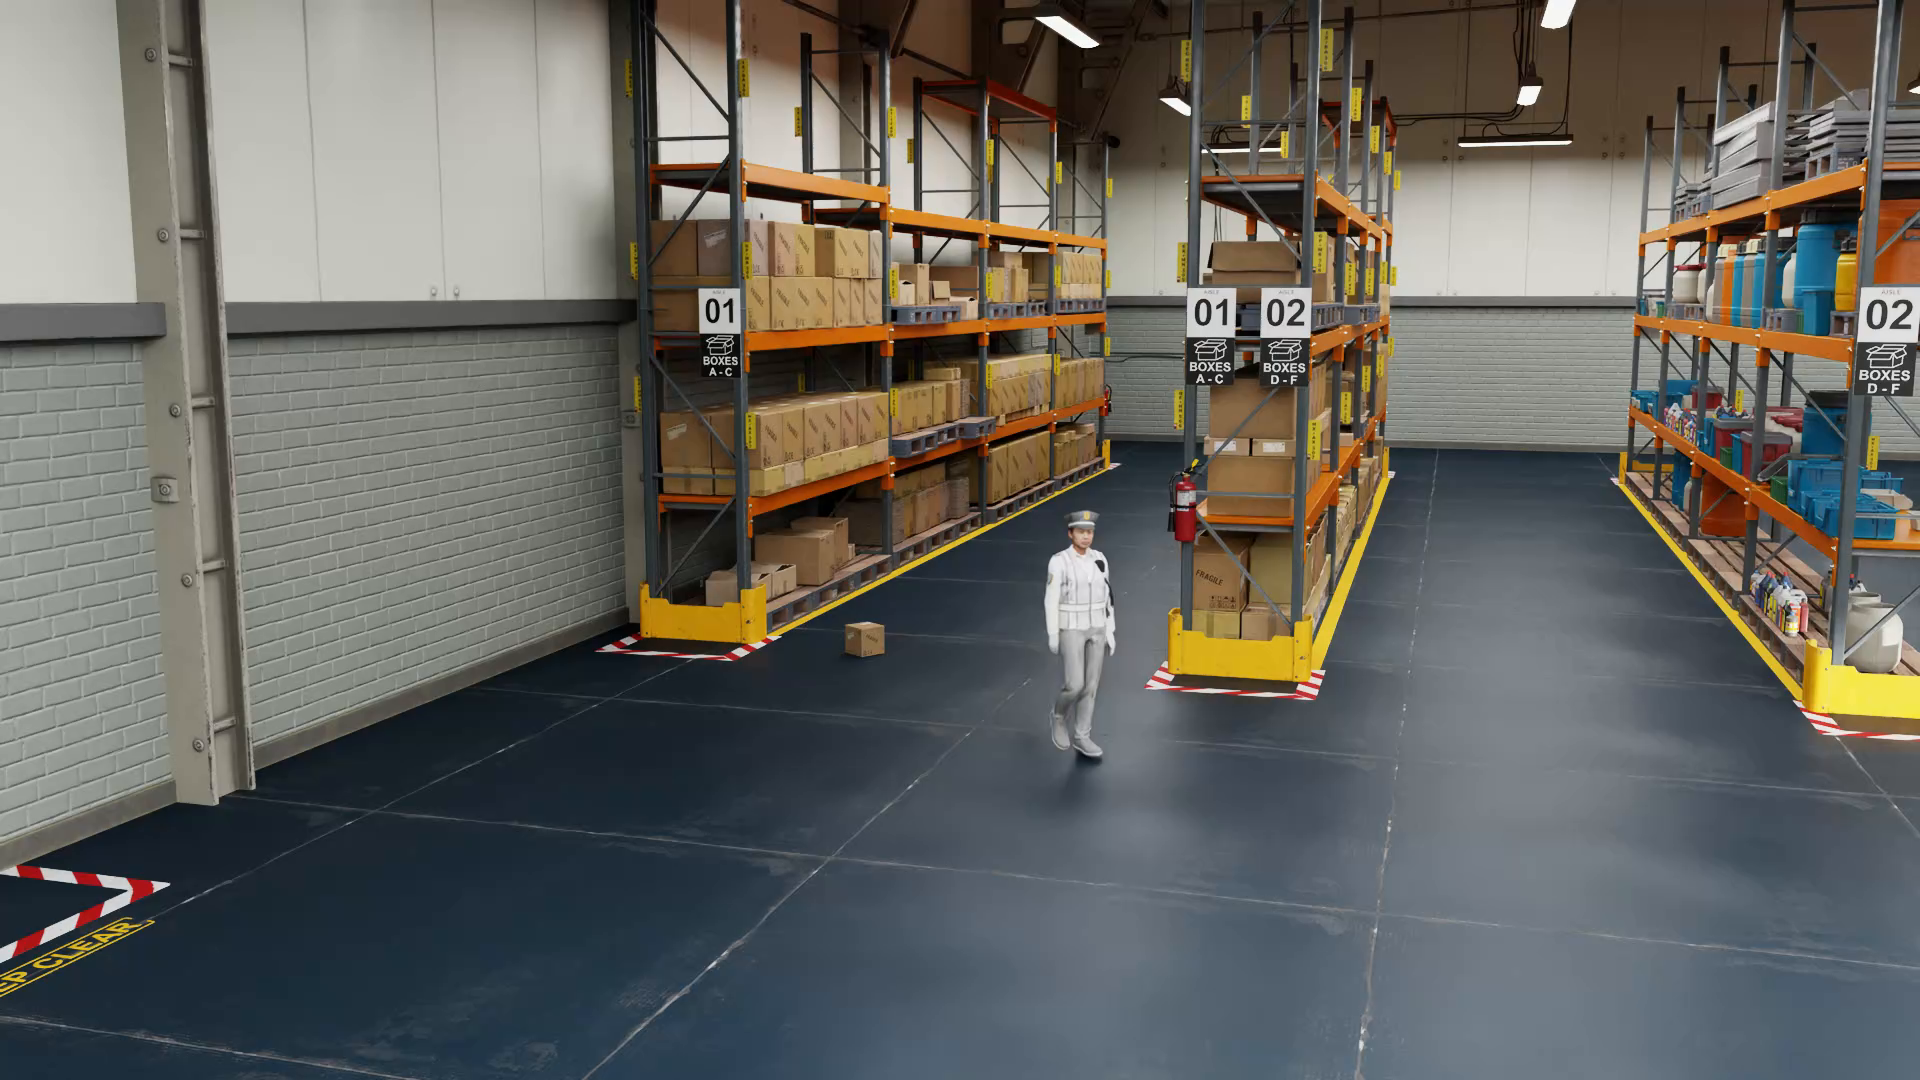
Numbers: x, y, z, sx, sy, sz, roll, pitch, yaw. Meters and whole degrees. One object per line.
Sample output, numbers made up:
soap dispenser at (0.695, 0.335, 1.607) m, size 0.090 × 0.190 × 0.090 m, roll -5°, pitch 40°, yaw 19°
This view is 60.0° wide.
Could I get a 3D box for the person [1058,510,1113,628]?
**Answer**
person at (0.840, 0.193, 11.310) m, size 0.379 × 0.810 × 0.347 m, roll -4°, pitch 9°, yaw -25°
